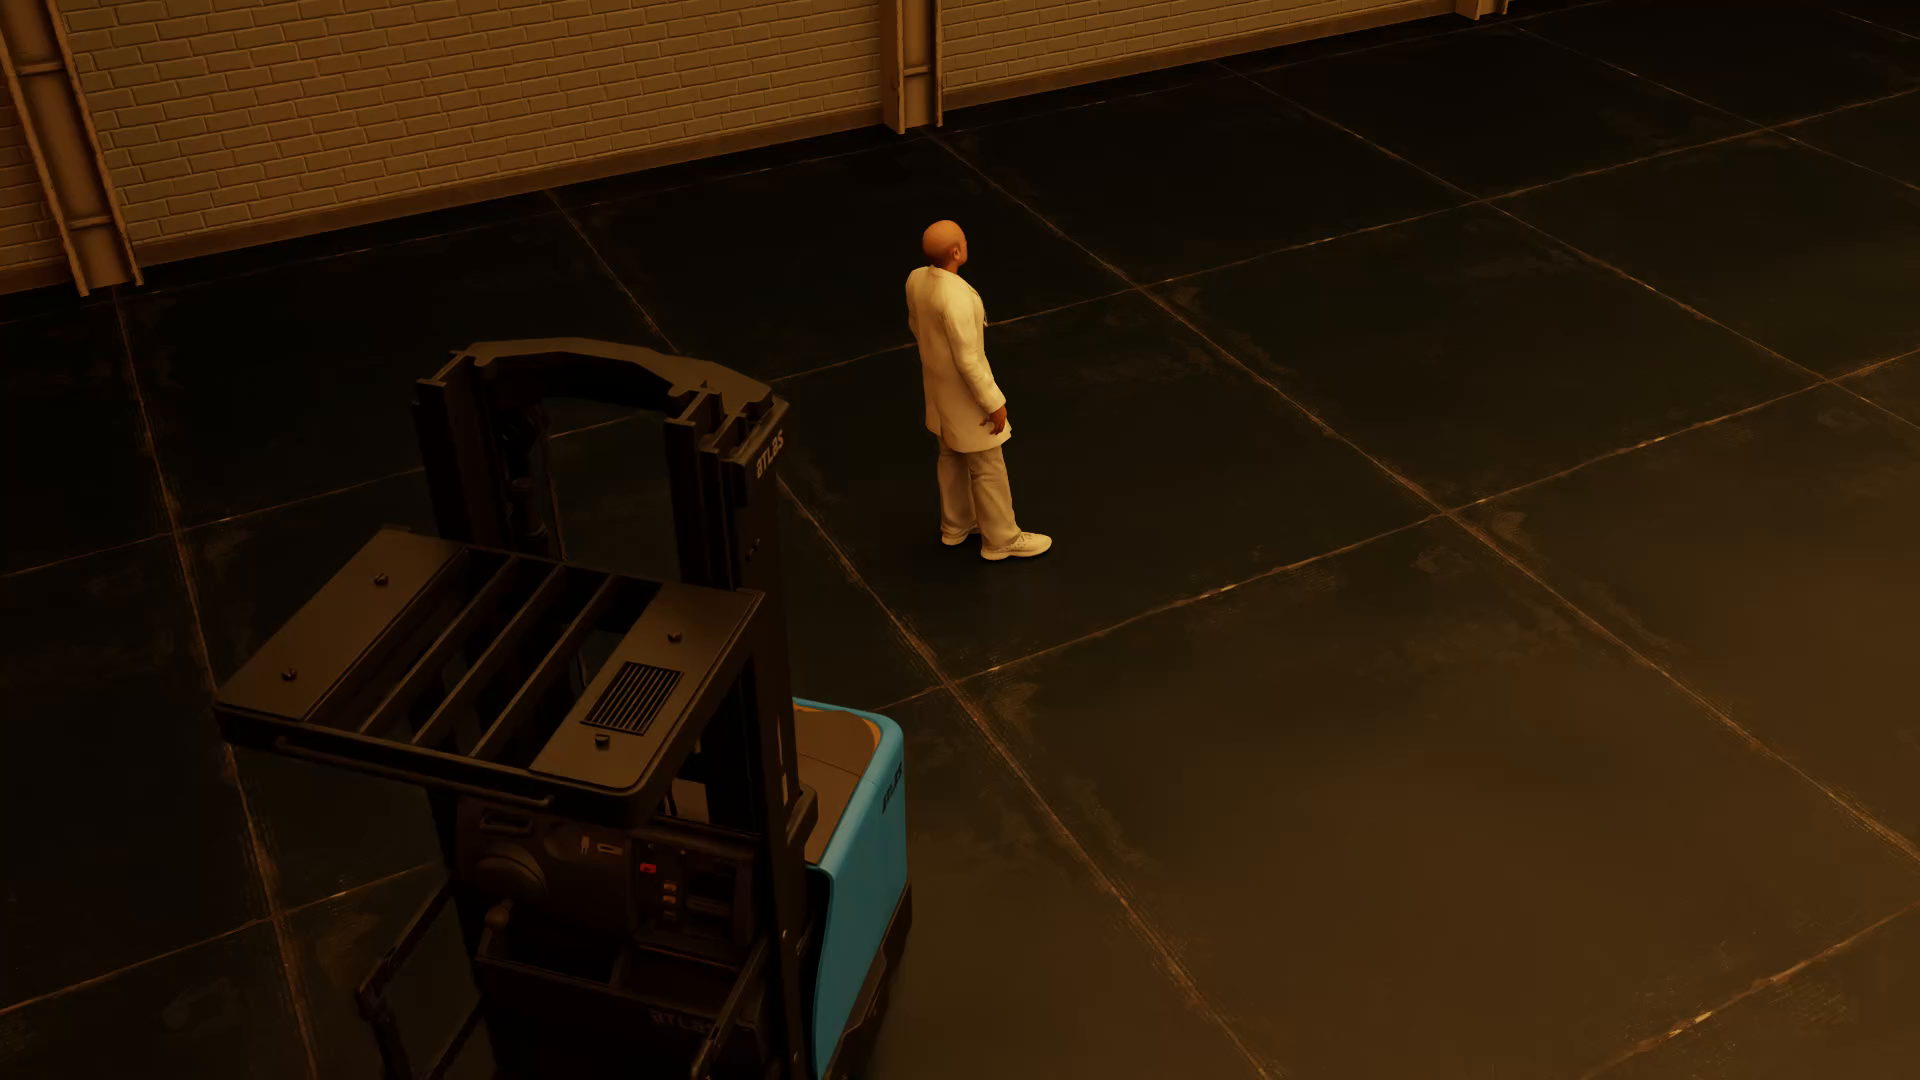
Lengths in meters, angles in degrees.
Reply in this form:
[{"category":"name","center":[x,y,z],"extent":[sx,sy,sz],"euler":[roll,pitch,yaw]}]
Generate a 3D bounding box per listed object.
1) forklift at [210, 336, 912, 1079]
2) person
[{"category":"forklift","center":[-1.090,1.049,4.638],"extent":[1.130,2.935,3.031],"euler":[10,36,13]},{"category":"person","center":[0.083,-0.755,8.177],"extent":[0.578,1.777,0.698],"euler":[-17,39,-23]}]
